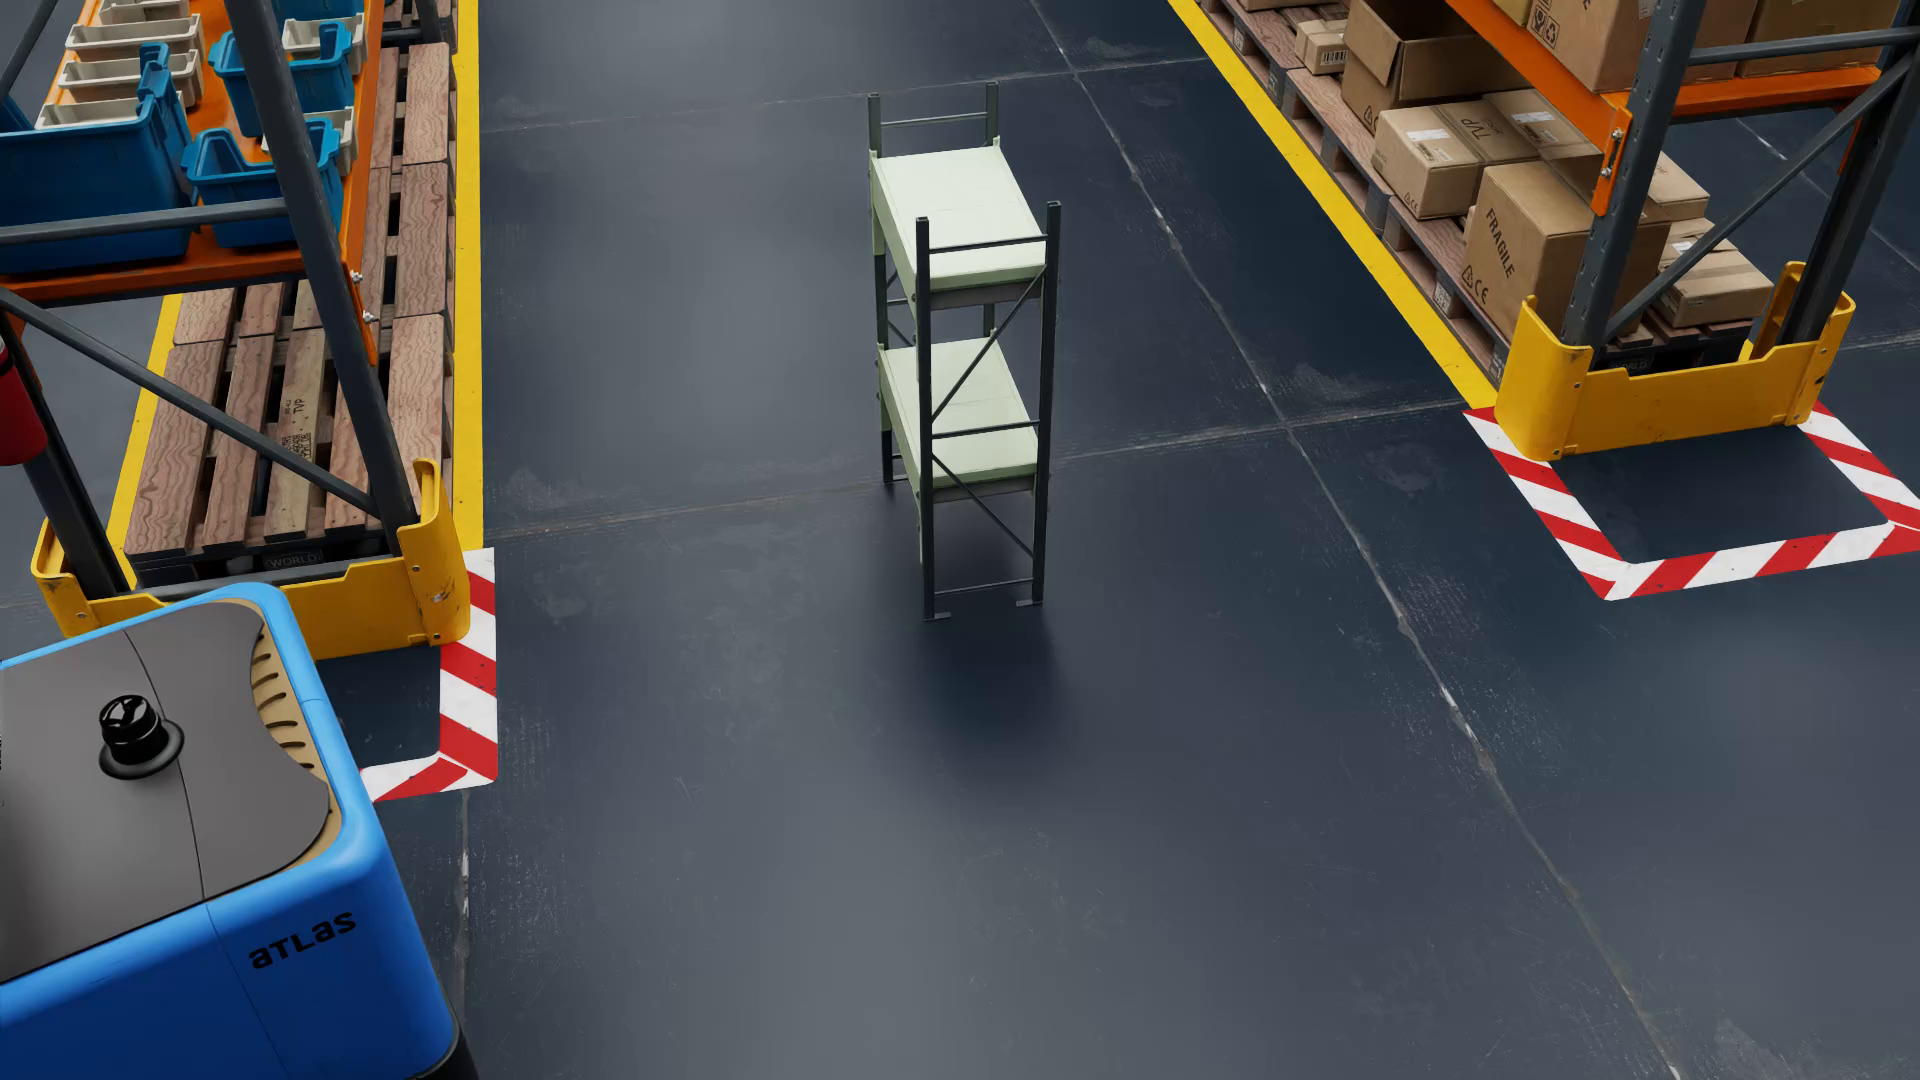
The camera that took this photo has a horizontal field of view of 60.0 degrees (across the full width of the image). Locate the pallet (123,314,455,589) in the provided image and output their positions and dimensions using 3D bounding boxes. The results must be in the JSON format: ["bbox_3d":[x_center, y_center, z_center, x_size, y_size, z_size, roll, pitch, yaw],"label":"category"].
[{"bbox_3d":[-2.353,-0.335,5.968,1.003,0.211,1.213,-8,42,-9],"label":"pallet"}]

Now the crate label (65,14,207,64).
[{"bbox_3d":[-2.698,-1.631,5.481,0.396,0.136,0.243,-8,42,-9],"label":"crate label"}]

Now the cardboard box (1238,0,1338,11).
[{"bbox_3d":[1.641,-2.993,8.557,0.500,0.311,0.500,-8,42,-9],"label":"cardboard box"}]

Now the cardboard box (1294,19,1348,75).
[{"bbox_3d":[1.837,-2.380,7.974,0.380,0.166,0.250,-8,42,-9],"label":"cardboard box"}]

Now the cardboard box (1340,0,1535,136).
[{"bbox_3d":[2.172,-2.151,7.463,0.797,0.503,0.637,-8,42,-9],"label":"cardboard box"}]

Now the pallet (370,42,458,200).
[{"bbox_3d":[-2.880,-1.916,7.750,1.003,0.211,1.213,-8,42,-9],"label":"pallet"}]

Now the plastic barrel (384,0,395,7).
[{"bbox_3d":[-3.177,-3.157,8.312,0.600,0.901,0.708,-8,42,-9],"label":"plastic barrel"}]

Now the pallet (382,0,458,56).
[{"bbox_3d":[-3.202,-2.893,8.850,1.003,0.211,1.213,-8,42,-9],"label":"pallet"}]

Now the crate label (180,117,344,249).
[{"bbox_3d":[-1.945,-1.004,4.703,0.416,0.233,0.303,-8,42,-9],"label":"crate label"}]

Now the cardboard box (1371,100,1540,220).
[{"bbox_3d":[2.091,-1.618,7.053,0.500,0.250,0.500,-8,42,-9],"label":"cardboard box"}]

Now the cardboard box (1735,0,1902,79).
[{"bbox_3d":[2.786,-1.907,5.564,0.500,0.500,0.500,-8,42,-8],"label":"cardboard box"}]

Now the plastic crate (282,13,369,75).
[{"bbox_3d":[-2.079,-1.628,5.478,0.250,0.136,0.298,-8,42,-9],"label":"plastic crate"}]

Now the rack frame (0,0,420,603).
[{"bbox_3d":[-2.213,-0.837,4.434,1.000,3.000,0.127,-8,42,-9],"label":"rack frame"}]

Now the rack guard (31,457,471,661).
[{"bbox_3d":[-2.195,0.111,5.248,1.175,0.500,0.348,-8,42,-9],"label":"rack guard"}]

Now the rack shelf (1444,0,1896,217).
[{"bbox_3d":[2.193,-2.572,6.930,1.077,0.370,4.000,-8,42,-9],"label":"rack shelf"}]

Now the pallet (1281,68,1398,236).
[{"bbox_3d":[2.175,-1.857,7.683,1.003,0.211,1.213,-8,42,-9],"label":"pallet"}]

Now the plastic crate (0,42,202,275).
[{"bbox_3d":[-2.467,-1.063,4.616,0.616,0.435,0.499,-8,42,-9],"label":"plastic crate"}]

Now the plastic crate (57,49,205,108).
[{"bbox_3d":[-2.614,-1.454,5.282,0.396,0.136,0.243,-8,42,-9],"label":"plastic crate"}]

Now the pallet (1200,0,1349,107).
[{"bbox_3d":[1.909,-2.649,8.576,1.003,0.211,1.213,-8,42,-9],"label":"pallet"}]

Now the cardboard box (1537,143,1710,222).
[{"bbox_3d":[2.676,-1.398,6.805,0.500,0.250,0.500,-8,42,-9],"label":"cardboard box"}]

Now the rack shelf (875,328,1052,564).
[{"bbox_3d":[-0.001,-0.321,5.473,0.431,0.370,0.720,-8,42,-9],"label":"rack shelf"}]

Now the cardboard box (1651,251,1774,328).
[{"bbox_3d":[2.870,-0.964,6.392,0.380,0.149,0.250,-8,42,-9],"label":"cardboard box"}]

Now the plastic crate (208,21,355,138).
[{"bbox_3d":[-2.087,-1.431,5.183,0.416,0.233,0.300,-8,42,-9],"label":"plastic crate"}]

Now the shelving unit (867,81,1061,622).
[{"bbox_3d":[-0.001,-0.565,5.257,0.431,1.500,0.755,-8,42,-9],"label":"shelving unit"}]

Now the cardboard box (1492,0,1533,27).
[{"bbox_3d":[2.147,-2.169,5.859,0.500,0.500,0.500,-8,42,-9],"label":"cardboard box"}]

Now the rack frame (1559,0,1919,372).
[{"bbox_3d":[2.625,-1.545,5.231,1.000,3.000,0.127,-8,42,-9],"label":"rack frame"}]

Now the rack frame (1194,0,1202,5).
[{"bbox_3d":[1.761,-4.137,8.151,1.000,3.000,0.127,-8,42,-9],"label":"rack frame"}]

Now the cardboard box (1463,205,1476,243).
[{"bbox_3d":[2.267,-1.242,6.693,0.380,0.166,0.250,-8,42,-9],"label":"cardboard box"}]

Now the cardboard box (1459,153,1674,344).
[{"bbox_3d":[2.267,-1.091,6.272,0.500,0.500,0.500,-8,42,-9],"label":"cardboard box"}]

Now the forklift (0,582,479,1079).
[{"bbox_3d":[-2.722,0.556,2.916,3.031,2.935,1.130,-21,46,-22],"label":"forklift"}]

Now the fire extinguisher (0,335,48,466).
[{"bbox_3d":[-2.624,-0.506,4.400,0.296,0.674,0.183,-8,42,-9],"label":"fire extinguisher"}]

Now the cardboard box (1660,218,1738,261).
[{"bbox_3d":[2.816,-1.132,6.569,0.380,0.166,0.250,-8,42,-9],"label":"cardboard box"}]

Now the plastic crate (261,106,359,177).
[{"bbox_3d":[-1.933,-1.188,4.982,0.250,0.136,0.298,-8,42,-9],"label":"plastic crate"}]

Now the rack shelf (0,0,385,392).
[{"bbox_3d":[-2.645,-1.865,6.133,1.077,0.370,4.000,-8,42,-9],"label":"rack shelf"}]

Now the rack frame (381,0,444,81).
[{"bbox_3d":[-3.076,-3.430,7.355,1.000,3.000,0.127,-8,42,-9],"label":"rack frame"}]

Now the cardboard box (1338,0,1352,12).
[{"bbox_3d":[2.161,-3.038,8.465,0.500,0.500,0.500,-8,42,-9],"label":"cardboard box"}]

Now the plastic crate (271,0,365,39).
[{"bbox_3d":[-2.229,-1.858,5.664,0.416,0.233,0.300,-8,42,-9],"label":"plastic crate"}]

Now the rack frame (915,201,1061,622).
[{"bbox_3d":[0.078,-0.328,4.990,0.400,1.500,0.023,-8,42,-9],"label":"rack frame"}]

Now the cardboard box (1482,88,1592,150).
[{"bbox_3d":[2.568,-1.722,7.170,0.500,0.250,0.500,-8,42,-9],"label":"cardboard box"}]

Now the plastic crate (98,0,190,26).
[{"bbox_3d":[-2.780,-1.820,5.694,0.298,0.136,0.250,-8,42,-9],"label":"plastic crate"}]

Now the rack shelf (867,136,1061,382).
[{"bbox_3d":[-0.001,-0.857,4.998,0.431,0.370,0.720,-8,42,-9],"label":"rack shelf"}]

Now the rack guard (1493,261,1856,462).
[{"bbox_3d":[2.608,-0.659,6.116,1.175,0.500,0.348,-8,42,-9],"label":"rack guard"}]

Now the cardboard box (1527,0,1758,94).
[{"bbox_3d":[2.262,-1.833,5.480,0.500,0.500,0.500,-7,42,-8],"label":"cardboard box"}]

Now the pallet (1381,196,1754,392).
[{"bbox_3d":[2.435,-1.068,6.794,1.003,0.211,1.213,-8,42,-9],"label":"pallet"}]

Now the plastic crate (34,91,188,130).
[{"bbox_3d":[-2.566,-1.264,5.068,0.396,0.136,0.243,-8,42,-9],"label":"plastic crate"}]

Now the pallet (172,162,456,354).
[{"bbox_3d":[-2.613,-1.124,6.857,1.003,0.211,1.213,-8,42,-9],"label":"pallet"}]

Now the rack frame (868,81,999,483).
[{"bbox_3d":[-0.080,-0.802,5.524,0.400,1.500,0.023,-8,42,-9],"label":"rack frame"}]
